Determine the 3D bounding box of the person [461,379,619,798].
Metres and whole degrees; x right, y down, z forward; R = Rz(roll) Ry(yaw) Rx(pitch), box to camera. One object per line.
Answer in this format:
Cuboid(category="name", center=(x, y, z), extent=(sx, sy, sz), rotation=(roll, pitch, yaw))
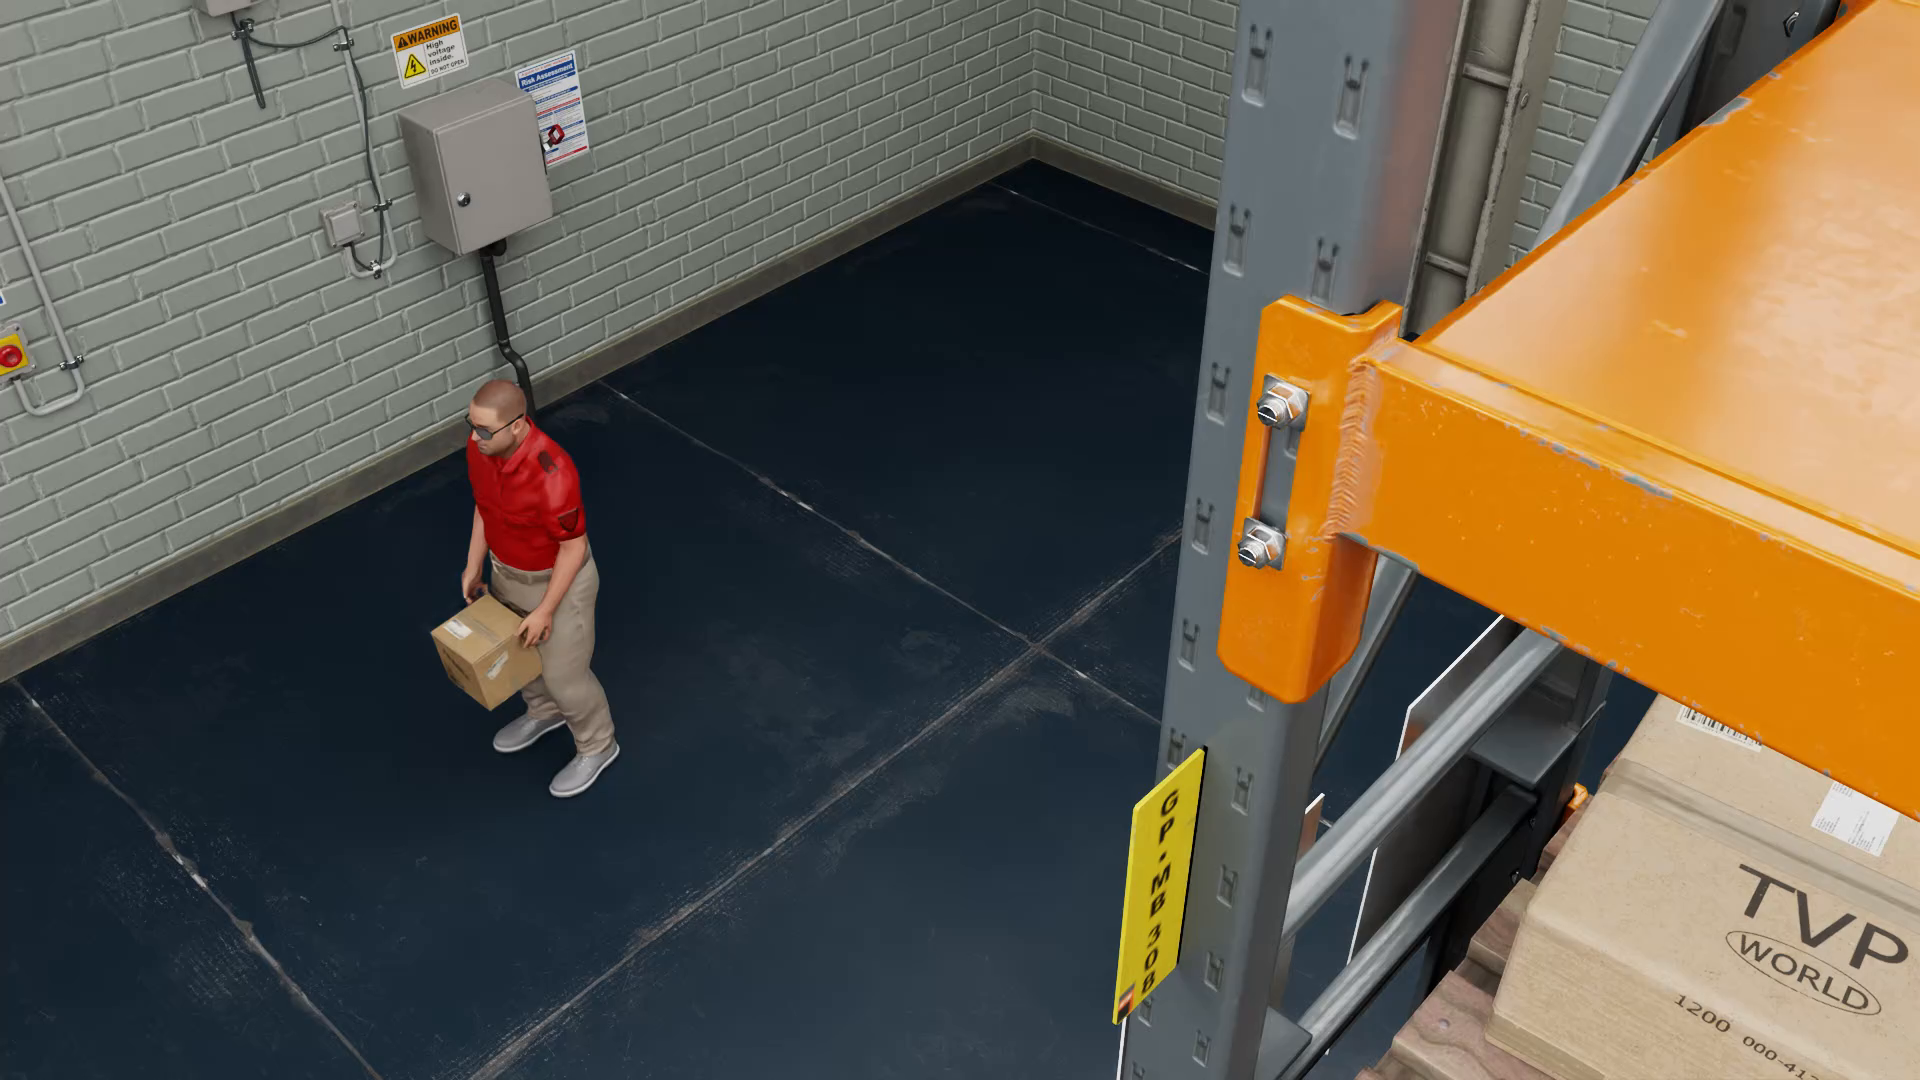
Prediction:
Cuboid(category="person", center=(-1.529, 0.158, 5.966), extent=(0.547, 1.733, 0.405), rotation=(29, 47, 31))
